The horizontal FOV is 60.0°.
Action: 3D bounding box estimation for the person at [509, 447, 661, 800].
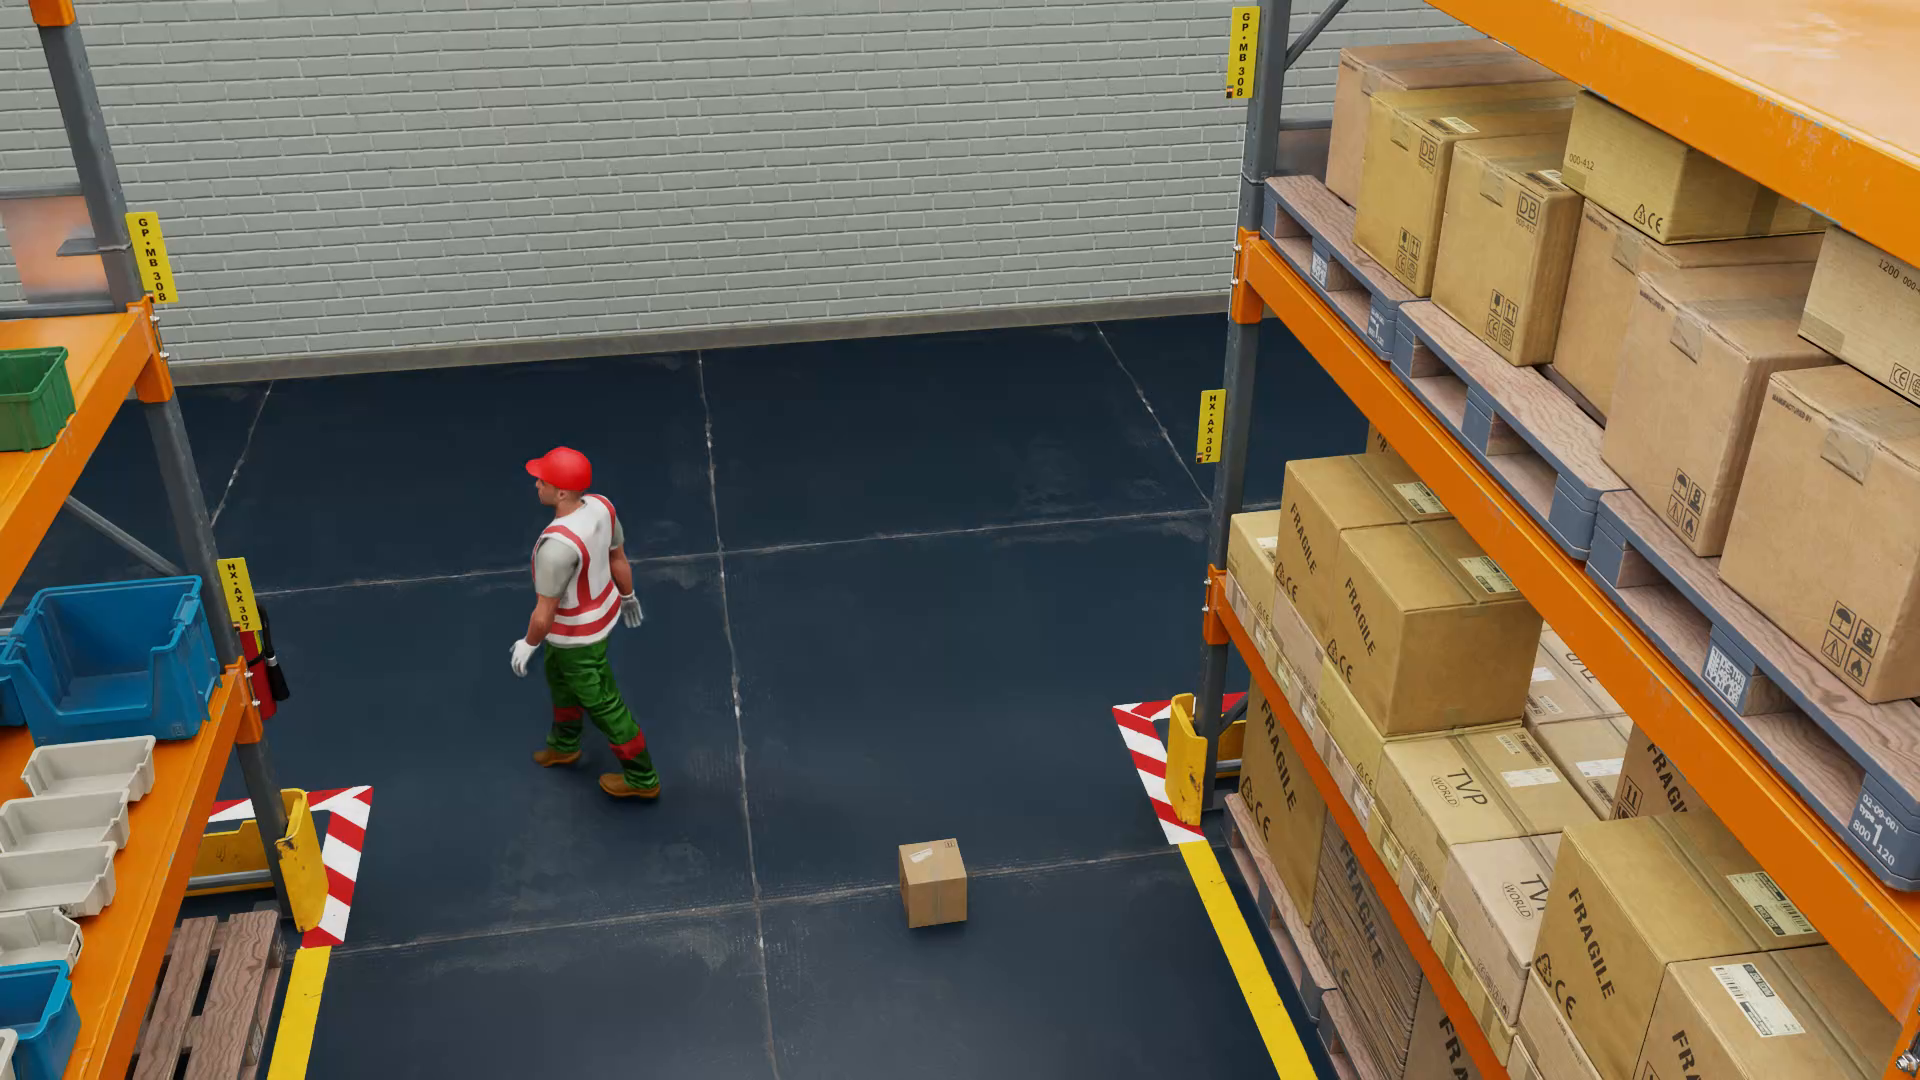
[{"bbox_3d":[-1.743,0.397,7.451,0.727,1.829,0.595,5,31,9],"label":"person"}]
